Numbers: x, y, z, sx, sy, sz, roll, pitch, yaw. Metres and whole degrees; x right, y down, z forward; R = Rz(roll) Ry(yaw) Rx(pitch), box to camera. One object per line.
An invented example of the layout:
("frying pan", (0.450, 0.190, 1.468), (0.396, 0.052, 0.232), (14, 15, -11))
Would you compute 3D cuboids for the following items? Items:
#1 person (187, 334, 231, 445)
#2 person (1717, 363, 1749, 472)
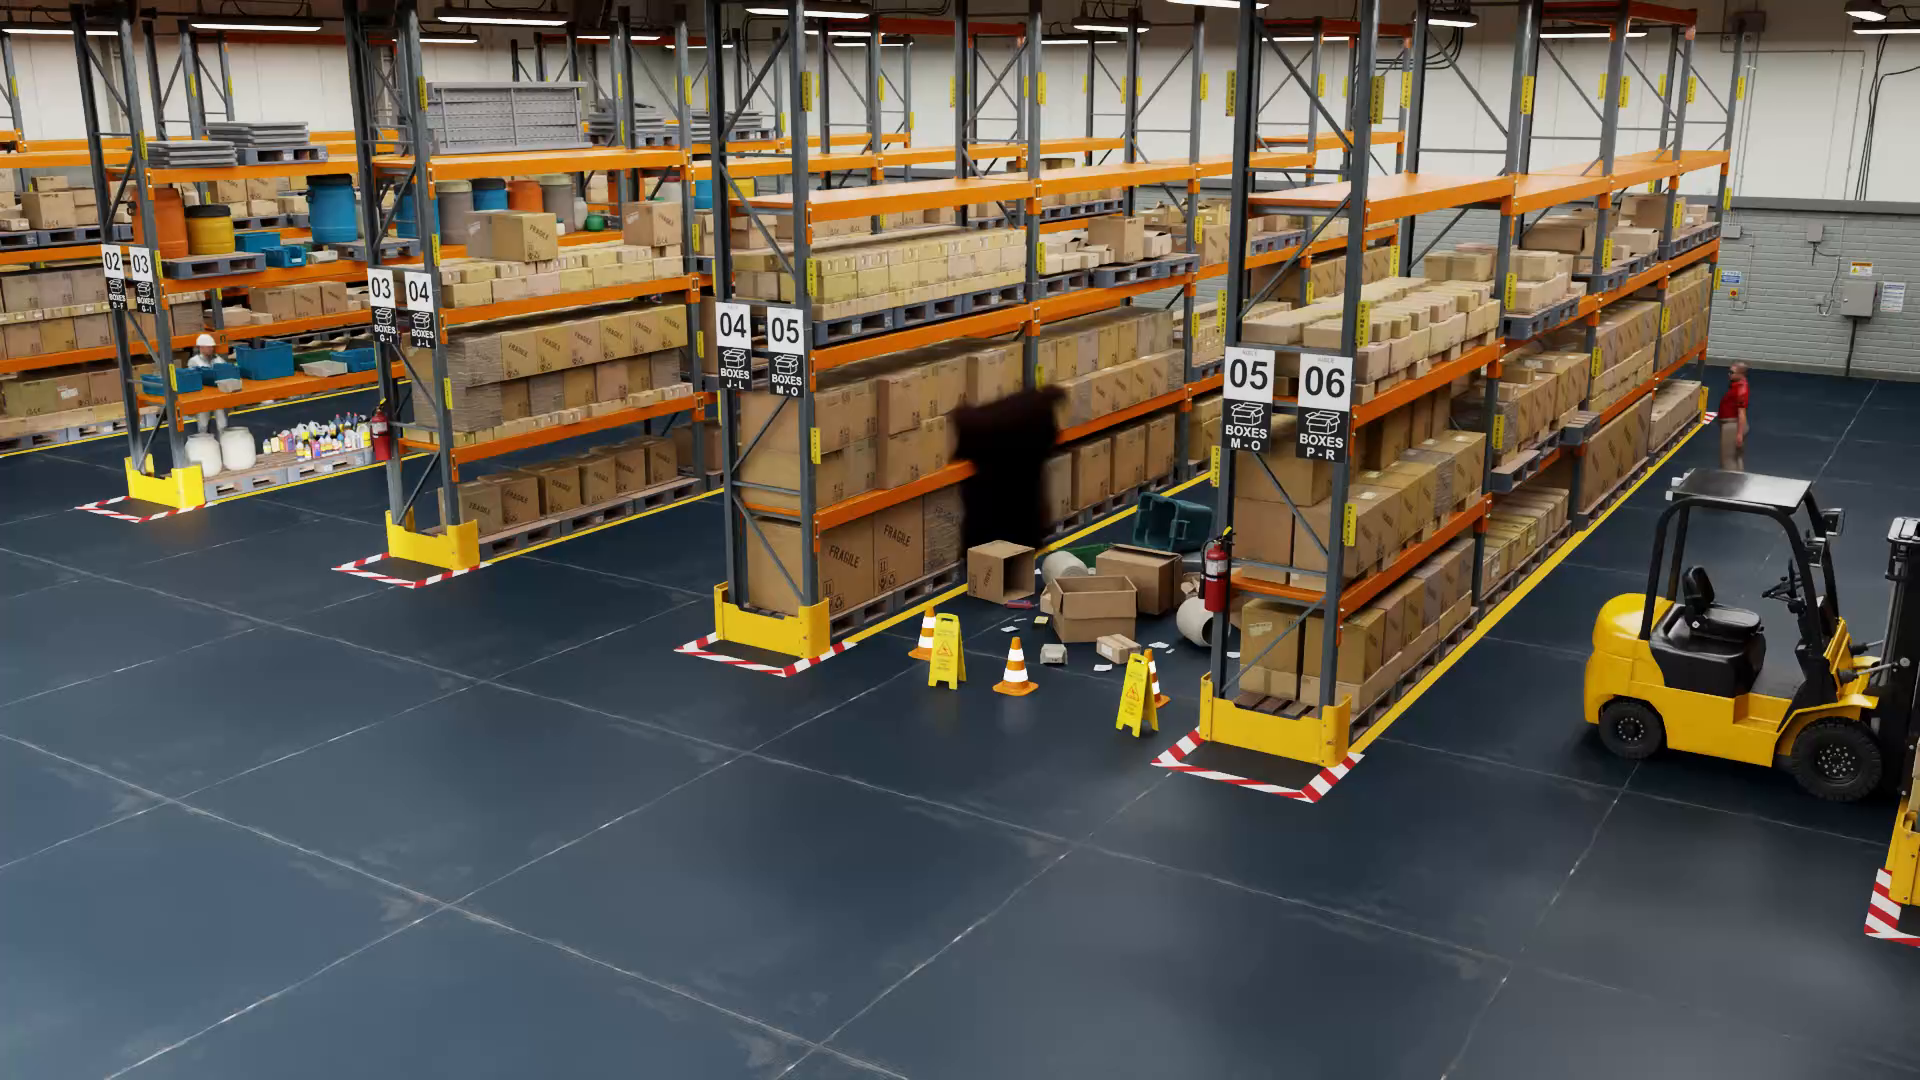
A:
("person", (-10.352, -1.926, 22.978), (0.530, 1.826, 0.519), (-7, 17, -23))
("person", (9.728, -1.373, 20.927), (0.393, 1.734, 0.601), (12, 20, 37))
